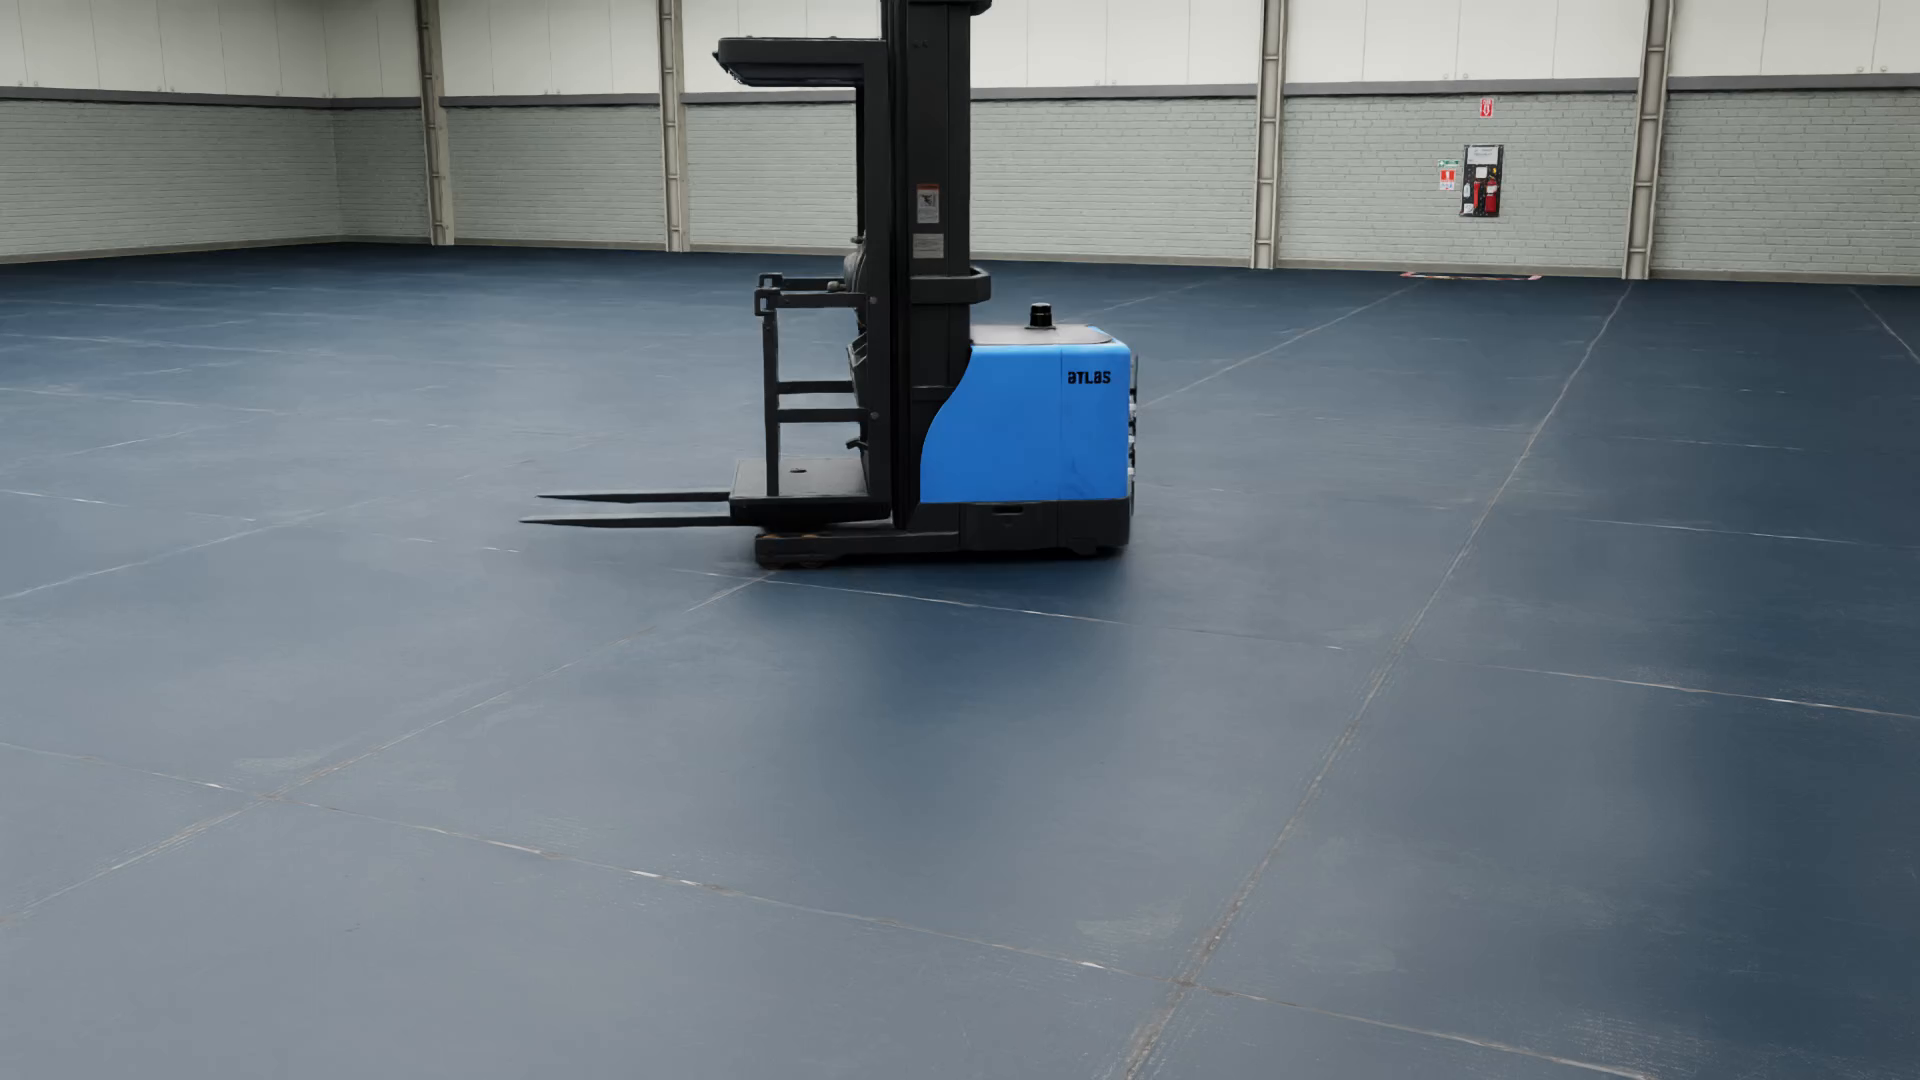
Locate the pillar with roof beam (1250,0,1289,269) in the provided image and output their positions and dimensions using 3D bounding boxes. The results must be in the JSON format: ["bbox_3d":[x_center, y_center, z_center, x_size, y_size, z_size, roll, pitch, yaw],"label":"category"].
[{"bbox_3d":[3.533,-8.203,24.016,0.400,9.000,9.100,6,14,23],"label":"pillar with roof beam"}]

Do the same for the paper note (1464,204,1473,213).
[{"bbox_3d":[8.385,-5.465,27.408,0.142,0.148,0.016,6,14,23],"label":"paper note"}]

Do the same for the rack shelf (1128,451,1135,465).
[{"bbox_3d":[0.832,-0.470,9.327,0.200,0.077,0.258,-5,14,-23],"label":"rack shelf"}]

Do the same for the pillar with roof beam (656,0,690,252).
[{"bbox_3d":[-7.438,-9.314,28.748,0.400,9.000,9.100,6,14,23],"label":"pillar with roof beam"}]

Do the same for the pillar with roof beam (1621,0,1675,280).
[{"bbox_3d":[9.019,-7.648,21.650,0.400,9.000,9.100,6,14,23],"label":"pillar with roof beam"}]

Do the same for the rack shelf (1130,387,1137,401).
[{"bbox_3d":[0.833,-0.821,9.245,0.200,0.077,0.258,-5,14,-23],"label":"rack shelf"}]

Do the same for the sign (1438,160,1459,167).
[{"bbox_3d":[8.056,-6.209,27.412,0.331,0.109,0.001,6,14,23],"label":"sign"}]

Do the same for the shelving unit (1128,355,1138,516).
[{"bbox_3d":[0.832,-0.590,9.299,0.210,0.900,0.258,-5,14,-23],"label":"shelving unit"}]

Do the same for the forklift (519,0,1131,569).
[{"bbox_3d":[-0.695,-1.412,8.357,3.031,2.935,1.130,-1,13,-5],"label":"forklift"}]

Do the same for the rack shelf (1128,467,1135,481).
[{"bbox_3d":[0.831,-0.383,9.347,0.200,0.077,0.258,-5,14,-23],"label":"rack shelf"}]

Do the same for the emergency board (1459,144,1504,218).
[{"bbox_3d":[8.519,-5.863,27.176,0.643,1.169,0.194,6,14,23],"label":"emergency board"}]

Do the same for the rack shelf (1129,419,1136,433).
[{"bbox_3d":[0.832,-0.645,9.286,0.200,0.077,0.258,-5,14,-23],"label":"rack shelf"}]

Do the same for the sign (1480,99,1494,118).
[{"bbox_3d":[8.552,-7.013,27.003,0.199,0.298,0.001,6,14,23],"label":"sign"}]

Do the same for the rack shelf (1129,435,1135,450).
[{"bbox_3d":[0.832,-0.558,9.307,0.200,0.077,0.258,-5,14,-23],"label":"rack shelf"}]

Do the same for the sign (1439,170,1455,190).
[{"bbox_3d":[8.055,-5.953,27.482,0.234,0.329,0.001,6,14,23],"label":"sign"}]

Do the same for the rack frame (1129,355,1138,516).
[{"bbox_3d":[0.925,-0.599,9.338,0.006,0.900,0.240,-5,14,-23],"label":"rack frame"}]

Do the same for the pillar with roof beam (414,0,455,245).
[{"bbox_3d":[-12.924,-9.869,31.114,0.400,9.000,9.100,6,14,23],"label":"pillar with roof beam"}]

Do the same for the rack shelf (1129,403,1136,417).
[{"bbox_3d":[0.832,-0.733,9.266,0.200,0.077,0.258,-5,14,-23],"label":"rack shelf"}]
